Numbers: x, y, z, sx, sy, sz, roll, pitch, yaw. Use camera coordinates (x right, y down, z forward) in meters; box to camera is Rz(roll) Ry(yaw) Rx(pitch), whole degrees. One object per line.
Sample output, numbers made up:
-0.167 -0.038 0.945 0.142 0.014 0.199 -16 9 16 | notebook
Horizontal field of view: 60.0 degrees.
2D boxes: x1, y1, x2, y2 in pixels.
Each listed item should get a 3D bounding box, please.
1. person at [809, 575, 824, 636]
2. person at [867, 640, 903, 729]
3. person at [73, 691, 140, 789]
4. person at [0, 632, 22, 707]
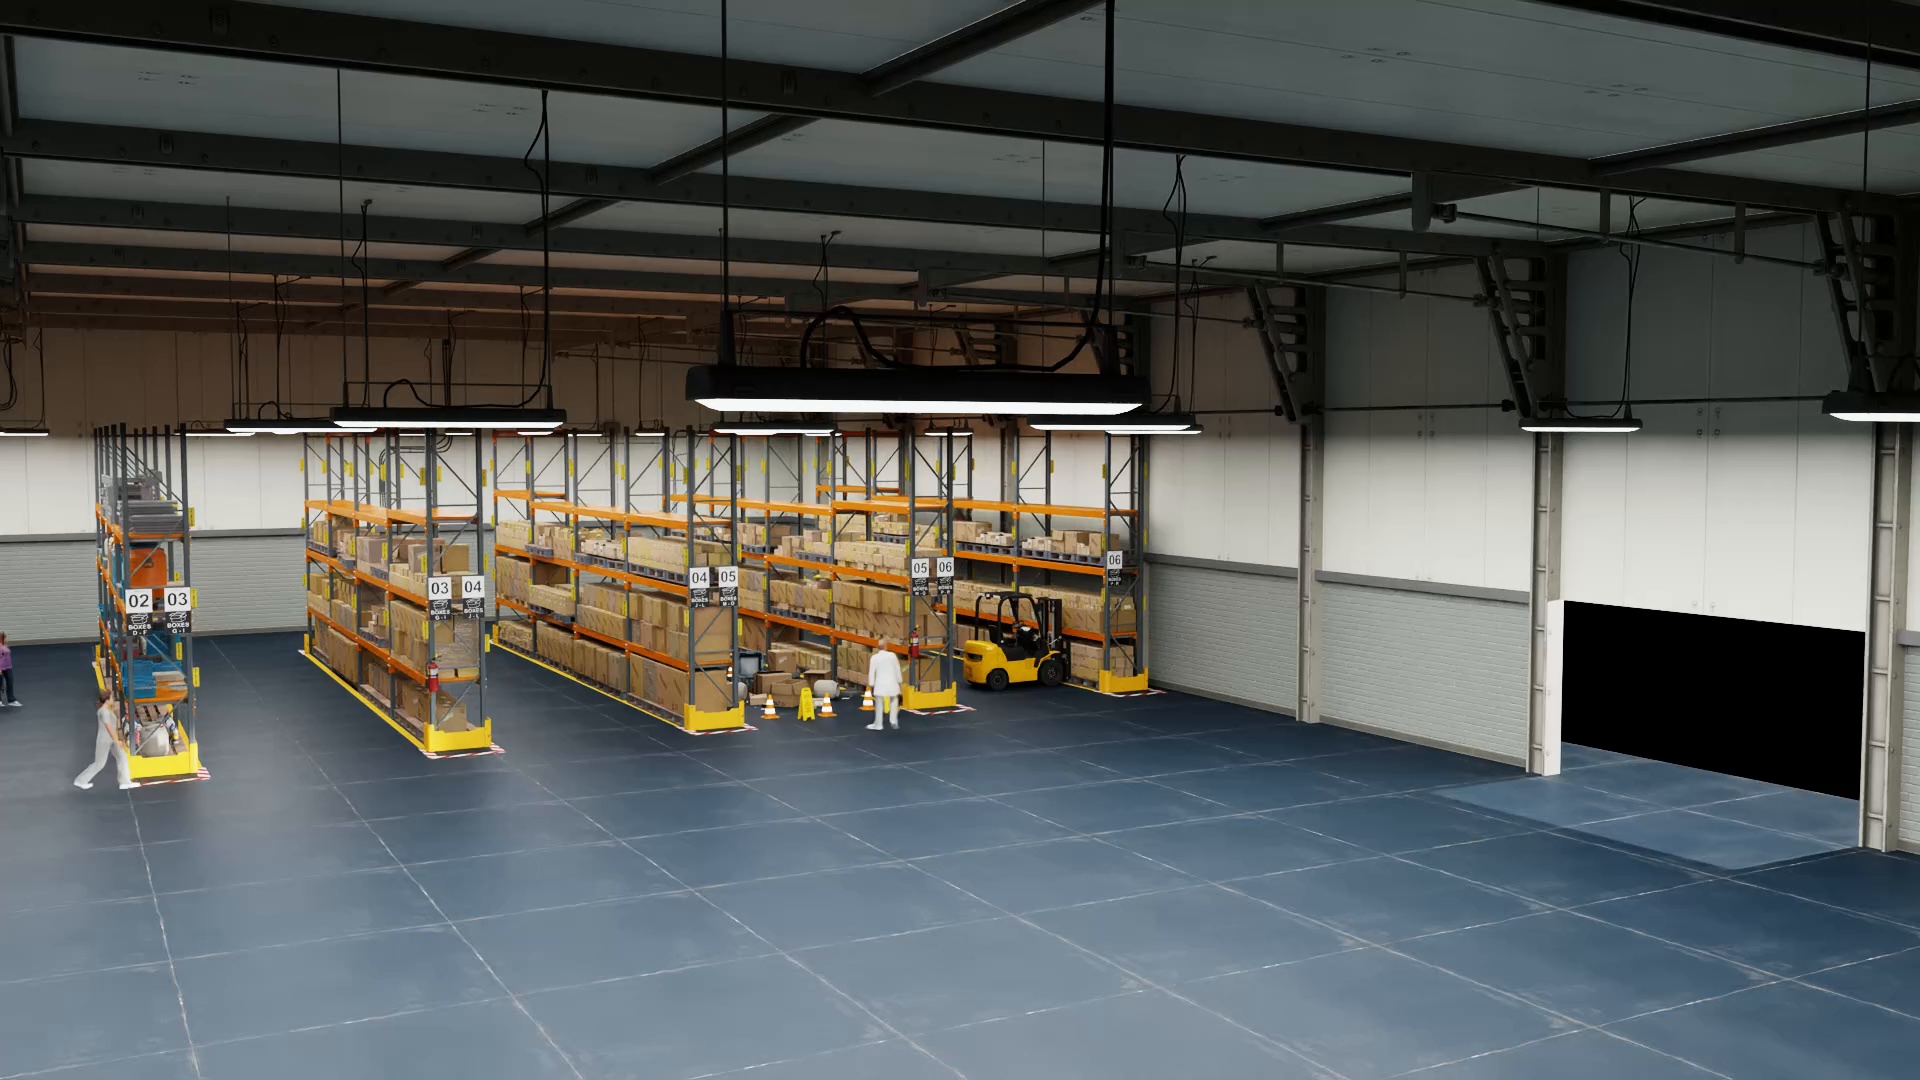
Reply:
-4.141 1.901 48.586 0.637 1.776 0.360 3 5 41 | person
-1.468 2.855 32.726 0.684 1.805 0.464 -1 4 -11 | person
-13.909 3.271 27.059 0.962 1.626 0.419 -1 4 -11 | person
-20.426 2.830 35.572 0.531 1.493 0.441 1 4 22 | person
